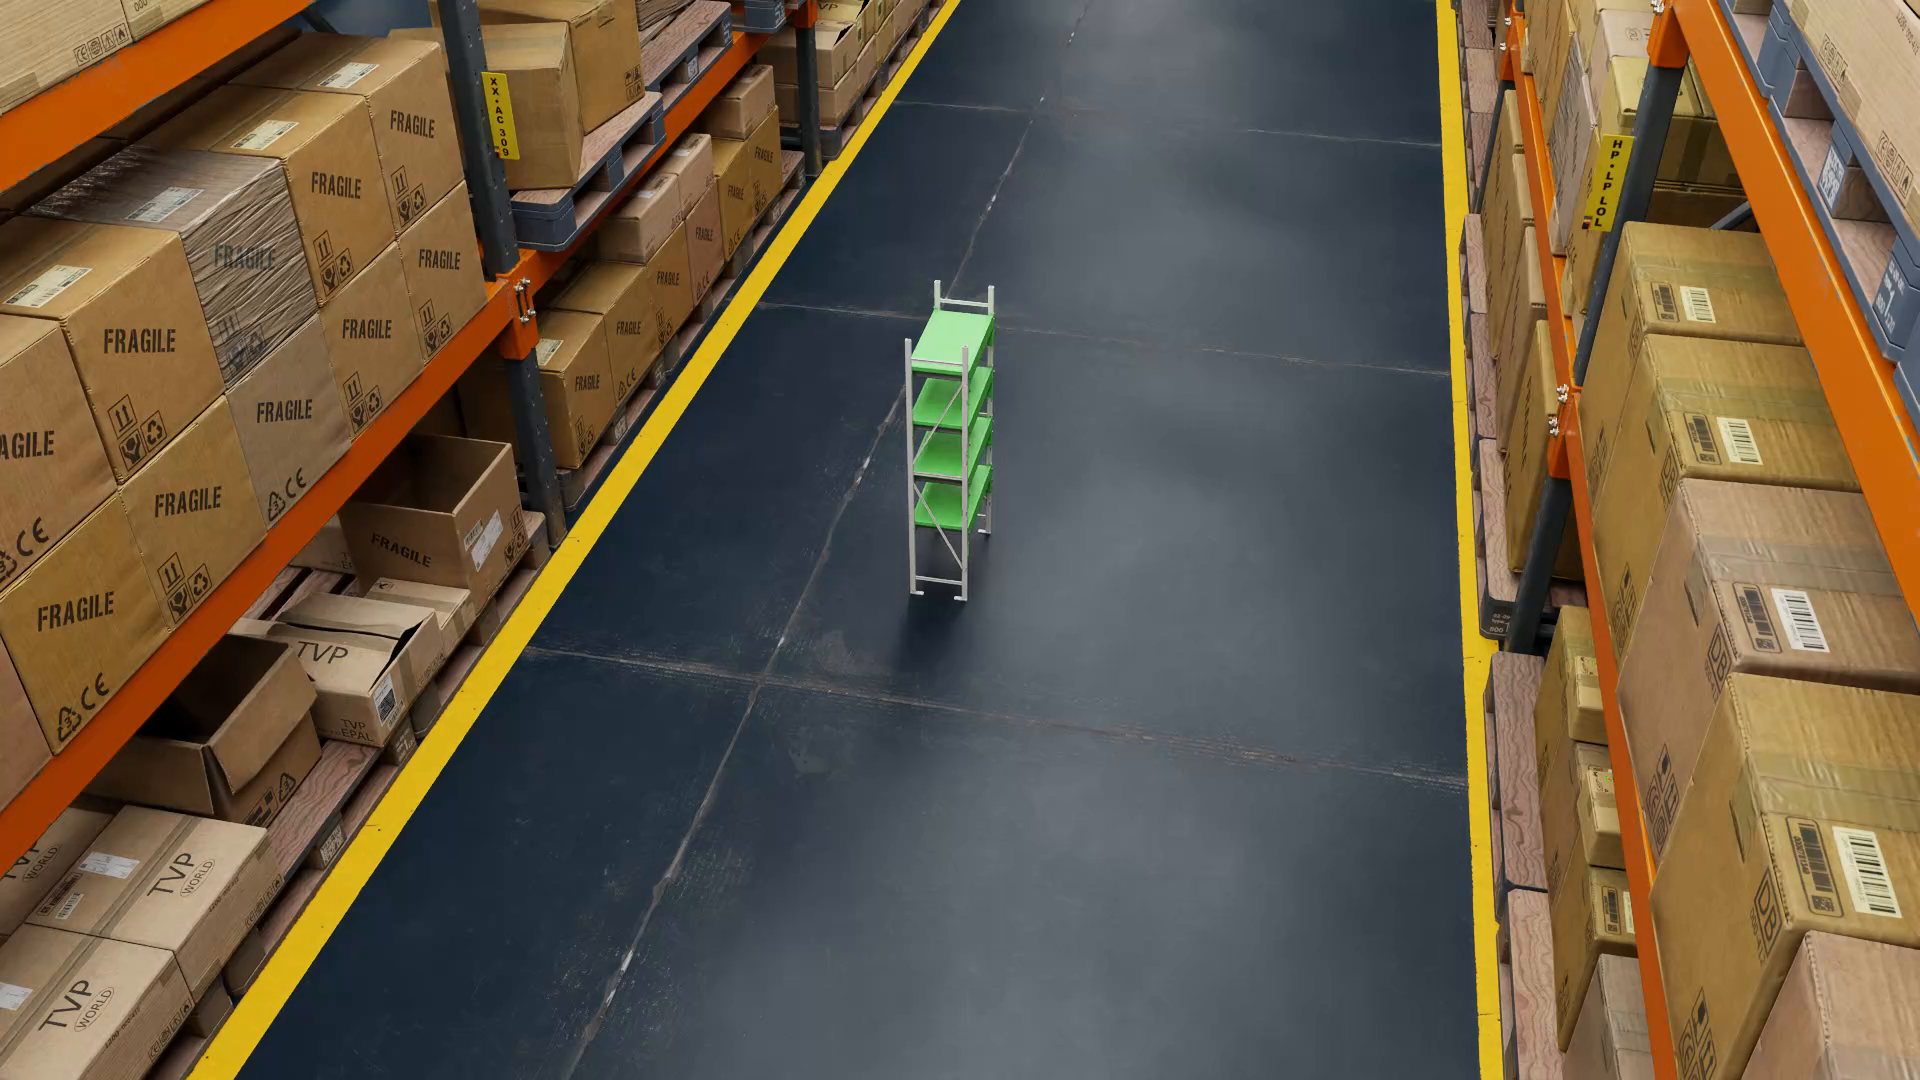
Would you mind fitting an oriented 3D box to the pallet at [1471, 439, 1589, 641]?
[{"bbox_3d":[2.712,0.030,7.029,1.003,0.211,1.213,7,37,10],"label":"pallet"}]

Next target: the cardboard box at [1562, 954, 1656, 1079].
[{"bbox_3d":[2.032,1.498,4.399,0.700,0.500,0.500,6,36,8],"label":"cardboard box"}]

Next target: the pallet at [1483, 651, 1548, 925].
[{"bbox_3d":[2.382,0.907,5.818,1.003,0.211,1.213,7,37,10],"label":"pallet"}]

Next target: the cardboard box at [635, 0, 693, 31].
[{"bbox_3d":[-1.771,-2.895,8.245,0.700,0.500,0.500,14,38,19],"label":"cardboard box"}]

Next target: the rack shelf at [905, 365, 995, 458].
[{"bbox_3d":[-0.035,-0.534,6.664,0.258,0.148,0.480,7,37,10],"label":"rack shelf"}]

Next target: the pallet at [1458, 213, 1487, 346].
[{"bbox_3d":[3.233,-1.369,8.959,1.003,0.211,1.213,7,37,10],"label":"pallet"}]

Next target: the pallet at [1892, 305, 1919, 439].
[{"bbox_3d":[1.915,0.040,2.158,1.003,0.211,1.213,7,37,10],"label":"pallet"}]

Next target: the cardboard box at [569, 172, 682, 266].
[{"bbox_3d":[-1.664,-1.556,7.957,0.500,0.250,0.500,7,37,10],"label":"cardboard box"}]

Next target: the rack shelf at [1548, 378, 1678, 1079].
[{"bbox_3d":[2.194,0.790,4.217,1.077,0.370,4.000,7,37,10],"label":"rack shelf"}]

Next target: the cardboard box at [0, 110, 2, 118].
[{"bbox_3d":[-2.491,-0.962,3.593,0.500,0.250,0.500,7,37,10],"label":"cardboard box"}]

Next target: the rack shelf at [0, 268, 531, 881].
[{"bbox_3d":[-2.646,0.171,5.071,1.077,0.370,4.000,7,37,10],"label":"rack shelf"}]

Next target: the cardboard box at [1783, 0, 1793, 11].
[{"bbox_3d":[2.093,-1.359,3.697,0.500,0.250,0.500,7,36,9],"label":"cardboard box"}]

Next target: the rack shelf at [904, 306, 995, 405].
[{"bbox_3d":[-0.035,-0.728,6.523,0.258,0.148,0.480,7,37,10],"label":"rack shelf"}]

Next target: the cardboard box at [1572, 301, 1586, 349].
[{"bbox_3d":[2.417,-0.783,5.972,0.380,0.149,0.250,8,37,10],"label":"cardboard box"}]

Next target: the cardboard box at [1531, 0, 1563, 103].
[{"bbox_3d":[2.894,-2.280,7.484,0.500,0.500,0.500,7,37,10],"label":"cardboard box"}]

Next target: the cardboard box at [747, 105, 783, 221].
[{"bbox_3d":[-1.335,-2.160,9.430,0.500,0.500,0.500,9,37,12],"label":"cardboard box"}]

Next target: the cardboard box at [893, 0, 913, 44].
[{"bbox_3d":[-0.644,-3.761,11.868,0.500,0.250,0.500,8,37,11],"label":"cardboard box"}]

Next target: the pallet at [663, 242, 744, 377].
[{"bbox_3d":[-1.824,-1.310,8.878,1.003,0.211,1.213,7,37,10],"label":"pallet"}]

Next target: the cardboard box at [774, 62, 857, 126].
[{"bbox_3d":[-0.966,-2.880,10.653,0.500,0.250,0.500,7,37,10],"label":"cardboard box"}]

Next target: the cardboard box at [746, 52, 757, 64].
[{"bbox_3d":[-1.493,-3.175,10.582,0.500,0.311,0.500,8,37,11],"label":"cardboard box"}]

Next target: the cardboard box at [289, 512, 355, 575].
[{"bbox_3d":[-2.520,-0.142,6.807,0.500,0.311,0.500,7,37,10],"label":"cardboard box"}]

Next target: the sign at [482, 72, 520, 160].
[{"bbox_3d":[-1.687,-1.553,6.100,0.100,0.325,0.005,7,37,10],"label":"sign"}]

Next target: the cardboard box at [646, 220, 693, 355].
[{"bbox_3d":[-1.661,-1.272,8.204,0.500,0.500,0.500,8,37,11],"label":"cardboard box"}]

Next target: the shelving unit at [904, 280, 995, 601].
[{"bbox_3d":[-0.035,-0.391,6.767,0.258,1.200,0.503,7,37,10],"label":"shelving unit"}]

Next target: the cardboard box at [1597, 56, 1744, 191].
[{"bbox_3d":[2.471,-1.420,5.659,0.500,0.250,0.500,8,37,11],"label":"cardboard box"}]

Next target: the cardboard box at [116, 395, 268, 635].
[{"bbox_3d":[-2.398,-0.105,4.754,0.500,0.500,0.500,8,37,11],"label":"cardboard box"}]

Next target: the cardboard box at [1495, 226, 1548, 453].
[{"bbox_3d":[2.820,-0.846,7.336,0.750,0.750,0.750,8,37,11],"label":"cardboard box"}]

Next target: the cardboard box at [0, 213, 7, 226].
[{"bbox_3d":[-2.924,-0.590,4.571,0.500,0.500,0.500,8,37,11],"label":"cardboard box"}]

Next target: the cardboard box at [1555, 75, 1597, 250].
[{"bbox_3d":[2.573,-1.407,6.279,0.500,0.500,0.500,8,37,10],"label":"cardboard box"}]

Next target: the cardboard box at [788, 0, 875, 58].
[{"bbox_3d":[-0.862,-3.409,10.905,0.500,0.311,0.500,6,36,9],"label":"cardboard box"}]

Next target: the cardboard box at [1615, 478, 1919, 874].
[{"bbox_3d":[2.182,0.376,3.920,0.980,0.700,0.700,6,36,8],"label":"cardboard box"}]

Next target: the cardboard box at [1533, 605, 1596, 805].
[{"bbox_3d":[2.361,0.610,5.624,0.700,0.500,0.500,8,37,11],"label":"cardboard box"}]

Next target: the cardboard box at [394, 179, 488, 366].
[{"bbox_3d":[-2.075,-0.988,5.972,0.500,0.500,0.500,8,37,11],"label":"cardboard box"}]

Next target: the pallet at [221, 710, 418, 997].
[{"bbox_3d":[-2.625,0.958,5.749,1.003,0.211,1.213,7,37,10],"label":"pallet"}]

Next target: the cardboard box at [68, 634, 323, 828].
[{"bbox_3d":[-2.615,0.644,5.558,0.797,0.503,0.637,7,37,10],"label":"cardboard box"}]

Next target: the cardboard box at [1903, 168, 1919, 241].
[{"bbox_3d":[1.774,-0.471,2.472,0.500,0.250,0.500,6,36,8],"label":"cardboard box"}]

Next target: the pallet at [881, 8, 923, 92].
[{"bbox_3d":[-0.888,-3.595,12.030,1.003,0.211,1.213,7,37,10],"label":"pallet"}]

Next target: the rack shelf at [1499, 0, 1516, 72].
[{"bbox_3d":[3.903,-3.796,10.545,1.077,0.370,4.000,7,37,10],"label":"rack shelf"}]

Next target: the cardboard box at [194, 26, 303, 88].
[{"bbox_3d":[-2.595,-1.477,5.795,0.500,0.500,0.500,8,37,11],"label":"cardboard box"}]

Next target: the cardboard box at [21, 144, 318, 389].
[{"bbox_3d":[-2.289,-0.807,4.870,0.500,0.500,0.500,8,37,10],"label":"cardboard box"}]

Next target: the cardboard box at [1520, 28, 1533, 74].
[{"bbox_3d":[2.977,-2.402,8.206,0.380,0.149,0.250,8,37,11],"label":"cardboard box"}]

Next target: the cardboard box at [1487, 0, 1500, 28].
[{"bbox_3d":[4.189,-3.976,11.935,0.700,0.500,0.500,9,37,12],"label":"cardboard box"}]

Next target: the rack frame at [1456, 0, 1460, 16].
[{"bbox_3d":[4.330,-5.234,11.916,1.000,3.000,0.127,7,37,10],"label":"rack frame"}]

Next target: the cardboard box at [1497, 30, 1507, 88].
[{"bbox_3d":[3.880,-3.095,10.720,0.700,0.500,0.500,7,37,10],"label":"cardboard box"}]

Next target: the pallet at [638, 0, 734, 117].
[{"bbox_3d":[-1.776,-2.367,8.123,1.003,0.211,1.213,7,37,10],"label":"pallet"}]

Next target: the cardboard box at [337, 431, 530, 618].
[{"bbox_3d":[-2.064,-0.070,6.546,0.500,0.500,0.500,7,37,10],"label":"cardboard box"}]
